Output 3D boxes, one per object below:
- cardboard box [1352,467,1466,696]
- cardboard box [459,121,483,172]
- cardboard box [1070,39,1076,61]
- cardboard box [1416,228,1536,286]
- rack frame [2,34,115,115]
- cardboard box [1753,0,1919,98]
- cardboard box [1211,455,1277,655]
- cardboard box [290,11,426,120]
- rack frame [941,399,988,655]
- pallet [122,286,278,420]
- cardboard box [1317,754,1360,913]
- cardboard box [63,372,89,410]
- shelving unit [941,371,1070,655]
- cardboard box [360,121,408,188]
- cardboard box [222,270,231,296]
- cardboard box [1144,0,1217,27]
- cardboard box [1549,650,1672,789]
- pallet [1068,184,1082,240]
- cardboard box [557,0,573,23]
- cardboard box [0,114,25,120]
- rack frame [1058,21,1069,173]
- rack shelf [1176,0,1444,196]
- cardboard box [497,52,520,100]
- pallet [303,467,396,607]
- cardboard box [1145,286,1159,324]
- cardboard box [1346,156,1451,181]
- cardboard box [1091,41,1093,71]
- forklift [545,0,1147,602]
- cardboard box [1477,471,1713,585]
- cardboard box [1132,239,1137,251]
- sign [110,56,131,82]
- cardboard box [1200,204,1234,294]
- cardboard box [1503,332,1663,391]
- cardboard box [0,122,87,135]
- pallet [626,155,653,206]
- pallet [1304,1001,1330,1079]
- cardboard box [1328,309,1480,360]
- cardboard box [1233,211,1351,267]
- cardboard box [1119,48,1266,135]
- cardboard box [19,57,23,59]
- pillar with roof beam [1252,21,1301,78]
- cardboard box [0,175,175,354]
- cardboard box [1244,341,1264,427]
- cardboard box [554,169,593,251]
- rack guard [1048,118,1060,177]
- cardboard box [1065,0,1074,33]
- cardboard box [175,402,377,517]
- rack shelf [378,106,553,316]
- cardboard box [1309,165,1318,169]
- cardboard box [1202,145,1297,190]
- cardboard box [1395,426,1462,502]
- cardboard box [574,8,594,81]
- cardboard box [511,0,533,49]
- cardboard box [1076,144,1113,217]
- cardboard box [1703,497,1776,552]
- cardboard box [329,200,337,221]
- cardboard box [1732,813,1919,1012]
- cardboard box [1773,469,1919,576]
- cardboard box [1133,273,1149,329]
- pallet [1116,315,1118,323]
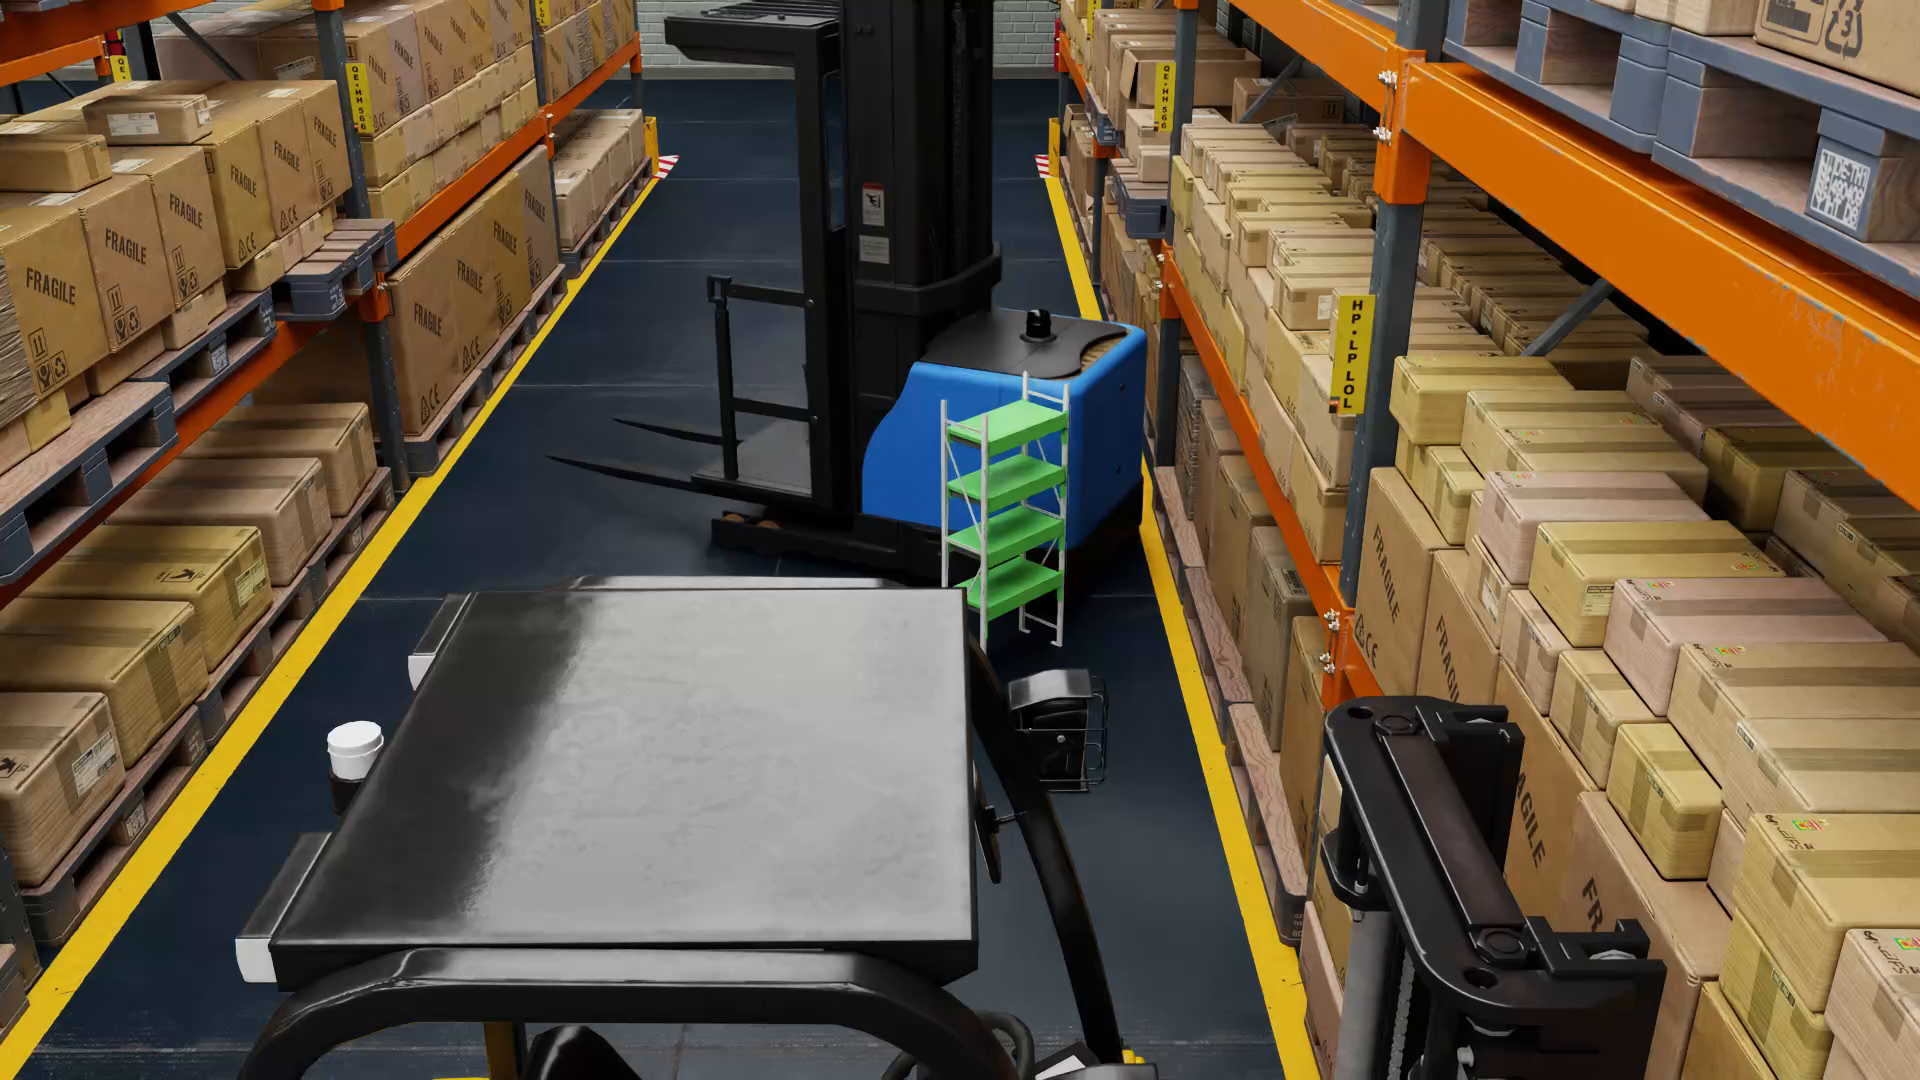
[{"bbox_3d":[1.320,0.137,4.186,0.500,0.500,0.500,-1,24,-2],"label":"cardboard box"},{"bbox_3d":[-3.216,-2.391,10.079,0.500,0.250,0.500,0,24,-1],"label":"cardboard box"},{"bbox_3d":[1.139,-4.164,14.122,0.380,0.149,0.250,-1,24,-2],"label":"cardboard box"},{"bbox_3d":[1.826,-1.014,5.943,0.380,0.149,0.250,0,24,-1],"label":"cardboard box"},{"bbox_3d":[-8.466,-4.858,15.352,1.000,3.000,0.127,0,24,-1],"label":"rack frame"},{"bbox_3d":[1.492,-0.849,2.091,0.797,0.503,0.637,1,24,1],"label":"cardboard box"},{"bbox_3d":[1.549,0.045,6.883,0.875,0.625,0.625,-1,24,-3],"label":"cardboard box"},{"bbox_3d":[-3.206,-2.536,8.882,0.500,0.500,0.500,0,24,0],"label":"cardboard box"},{"bbox_3d":[0.017,0.028,6.732,0.240,1.200,0.015,21,32,39],"label":"rack frame"},{"bbox_3d":[-3.368,-0.723,6.441,1.003,0.211,1.213,0,24,-1],"label":"pallet"},{"bbox_3d":[1.268,0.805,4.443,0.500,0.250,0.500,-1,24,-1],"label":"cardboard box"},{"bbox_3d":[-3.150,-0.503,5.517,0.380,0.149,0.250,1,24,3],"label":"cardboard box"},{"bbox_3d":[0.185,-0.045,6.893,0.258,1.200,0.503,21,32,39],"label":"shelving unit"},{"bbox_3d":[-3.189,-1.995,8.597,0.500,0.250,0.500,0,24,-1],"label":"cardboard box"},{"bbox_3d":[-3.180,-1.034,6.691,0.380,0.149,0.250,0,24,0],"label":"cardboard box"},{"bbox_3d":[1.739,-4.322,13.076,0.500,0.500,0.500,-1,24,-2],"label":"cardboard box"},{"bbox_3d":[1.302,0.318,2.999,0.380,0.149,0.250,-1,24,-2],"label":"cardboard box"},{"bbox_3d":[1.467,-2.814,14.217,1.003,0.211,1.213,0,24,-1],"label":"pallet"},{"bbox_3d":[-3.236,-4.181,12.519,0.500,0.500,0.500,-1,24,-1],"label":"cardboard box"},{"bbox_3d":[-8.800,-3.804,15.250,0.380,0.149,0.250,-1,24,-3],"label":"cardboard box"},{"bbox_3d":[1.446,-4.946,15.546,1.000,3.000,0.127,0,24,-1],"label":"rack frame"},{"bbox_3d":[1.555,-1.864,5.965,1.077,0.370,4.000,0,24,-1],"label":"rack shelf"},{"bbox_3d":[-3.213,-3.047,10.922,0.500,0.250,0.500,0,24,1],"label":"cardboard box"},{"bbox_3d":[-3.423,-0.033,8.067,1.003,0.211,1.213,0,24,-1],"label":"pallet"},{"bbox_3d":[1.240,-1.312,9.248,0.380,0.149,0.250,-1,24,-3],"label":"cardboard box"},{"bbox_3d":[1.868,-1.543,7.112,0.380,0.149,0.250,-1,24,-2],"label":"cardboard box"},{"bbox_3d":[1.240,-3.574,12.333,0.500,0.250,0.500,0,24,1],"label":"cardboard box"},{"bbox_3d":[-0.658,-1.446,7.890,3.031,2.935,1.130,11,26,22],"label":"forklift"},{"bbox_3d":[1.289,-0.026,3.399,0.380,0.149,0.250,0,24,1],"label":"cardboard box"},{"bbox_3d":[1.304,-1.959,10.678,0.380,0.149,0.250,1,24,1],"label":"cardboard box"},{"bbox_3d":[-3.985,-2.150,7.958,0.100,0.325,0.005,0,24,-1],"label":"sign"},{"bbox_3d":[1.286,-1.203,6.845,0.500,0.250,0.500,-1,24,-2],"label":"cardboard box"},{"bbox_3d":[1.787,-0.488,4.781,0.380,0.149,0.250,-1,24,-2],"label":"cardboard box"},{"bbox_3d":[-3.632,-1.378,6.666,0.500,0.500,0.500,0,24,0],"label":"cardboard box"},{"bbox_3d":[-3.431,-3.323,15.340,1.003,0.211,1.213,0,24,-1],"label":"pallet"},{"bbox_3d":[1.543,1.597,4.463,1.003,0.211,1.213,0,24,-1],"label":"pallet"},{"bbox_3d":[1.330,-0.589,5.003,0.380,0.149,0.250,-1,24,-1],"label":"cardboard box"},{"bbox_3d":[1.227,-1.118,6.173,0.380,0.149,0.250,-1,24,-2],"label":"cardboard box"},{"bbox_3d":[1.330,-2.560,9.635,0.797,0.503,0.637,-1,24,-2],"label":"cardboard box"},{"bbox_3d":[-8.198,-4.191,14.182,0.380,0.149,0.250,-1,24,-3],"label":"cardboard box"},{"bbox_3d":[-1.922,-6.303,11.266,9.100,9.000,0.400,0,24,-1],"label":"pillar with roof beam"},{"bbox_3d":[-3.103,-0.955,5.729,0.500,0.500,0.500,0,24,-1],"label":"cardboard box"},{"bbox_3d":[1.324,-0.551,6.011,0.500,0.250,0.500,0,24,0],"label":"cardboard box"},{"bbox_3d":[-3.373,-2.557,12.864,0.875,0.438,0.875,-1,24,-1],"label":"cardboard box"},{"bbox_3d":[1.447,-3.776,15.992,1.175,0.500,0.348,0,24,-1],"label":"rack guard"},{"bbox_3d":[1.187,-4.617,14.640,0.500,0.250,0.500,0,24,0],"label":"cardboard box"},{"bbox_3d":[-3.434,-0.387,8.145,0.950,0.372,0.625,-2,24,-4],"label":"cardboard box"},{"bbox_3d":[-3.452,-2.122,10.175,1.077,0.370,4.000,0,24,-1],"label":"rack shelf"},{"bbox_3d":[1.816,-1.625,7.779,0.500,0.250,0.500,0,24,1],"label":"cardboard box"},{"bbox_3d":[1.275,-1.642,7.333,0.380,0.149,0.250,0,24,1],"label":"cardboard box"},{"bbox_3d":[1.317,-0.210,4.166,0.380,0.149,0.250,-1,24,-1],"label":"cardboard box"},{"bbox_3d":[-3.218,-3.927,13.170,0.500,0.500,0.500,0,24,0],"label":"cardboard box"},{"bbox_3d":[-3.218,-3.592,11.218,0.500,0.500,0.500,1,24,1],"label":"cardboard box"},{"bbox_3d":[1.339,-2.966,13.692,0.700,0.500,0.500,-1,24,-3],"label":"cardboard box"},{"bbox_3d":[1.869,0.001,3.700,0.380,0.149,0.250,0,24,1],"label":"cardboard box"},{"bbox_3d":[-3.191,-1.569,7.874,0.380,0.149,0.250,1,24,1],"label":"cardboard box"},{"bbox_3d":[1.292,0.498,2.239,0.380,0.149,0.250,0,24,0],"label":"cardboard box"},{"bbox_3d":[1.925,-0.032,3.412,0.380,0.149,0.250,-1,24,-2],"label":"cardboard box"},{"bbox_3d":[1.310,-1.297,10.002,0.500,0.500,0.500,1,24,2],"label":"cardboard box"},{"bbox_3d":[1.552,-1.188,10.622,1.003,0.211,1.213,0,24,-1],"label":"pallet"}]
